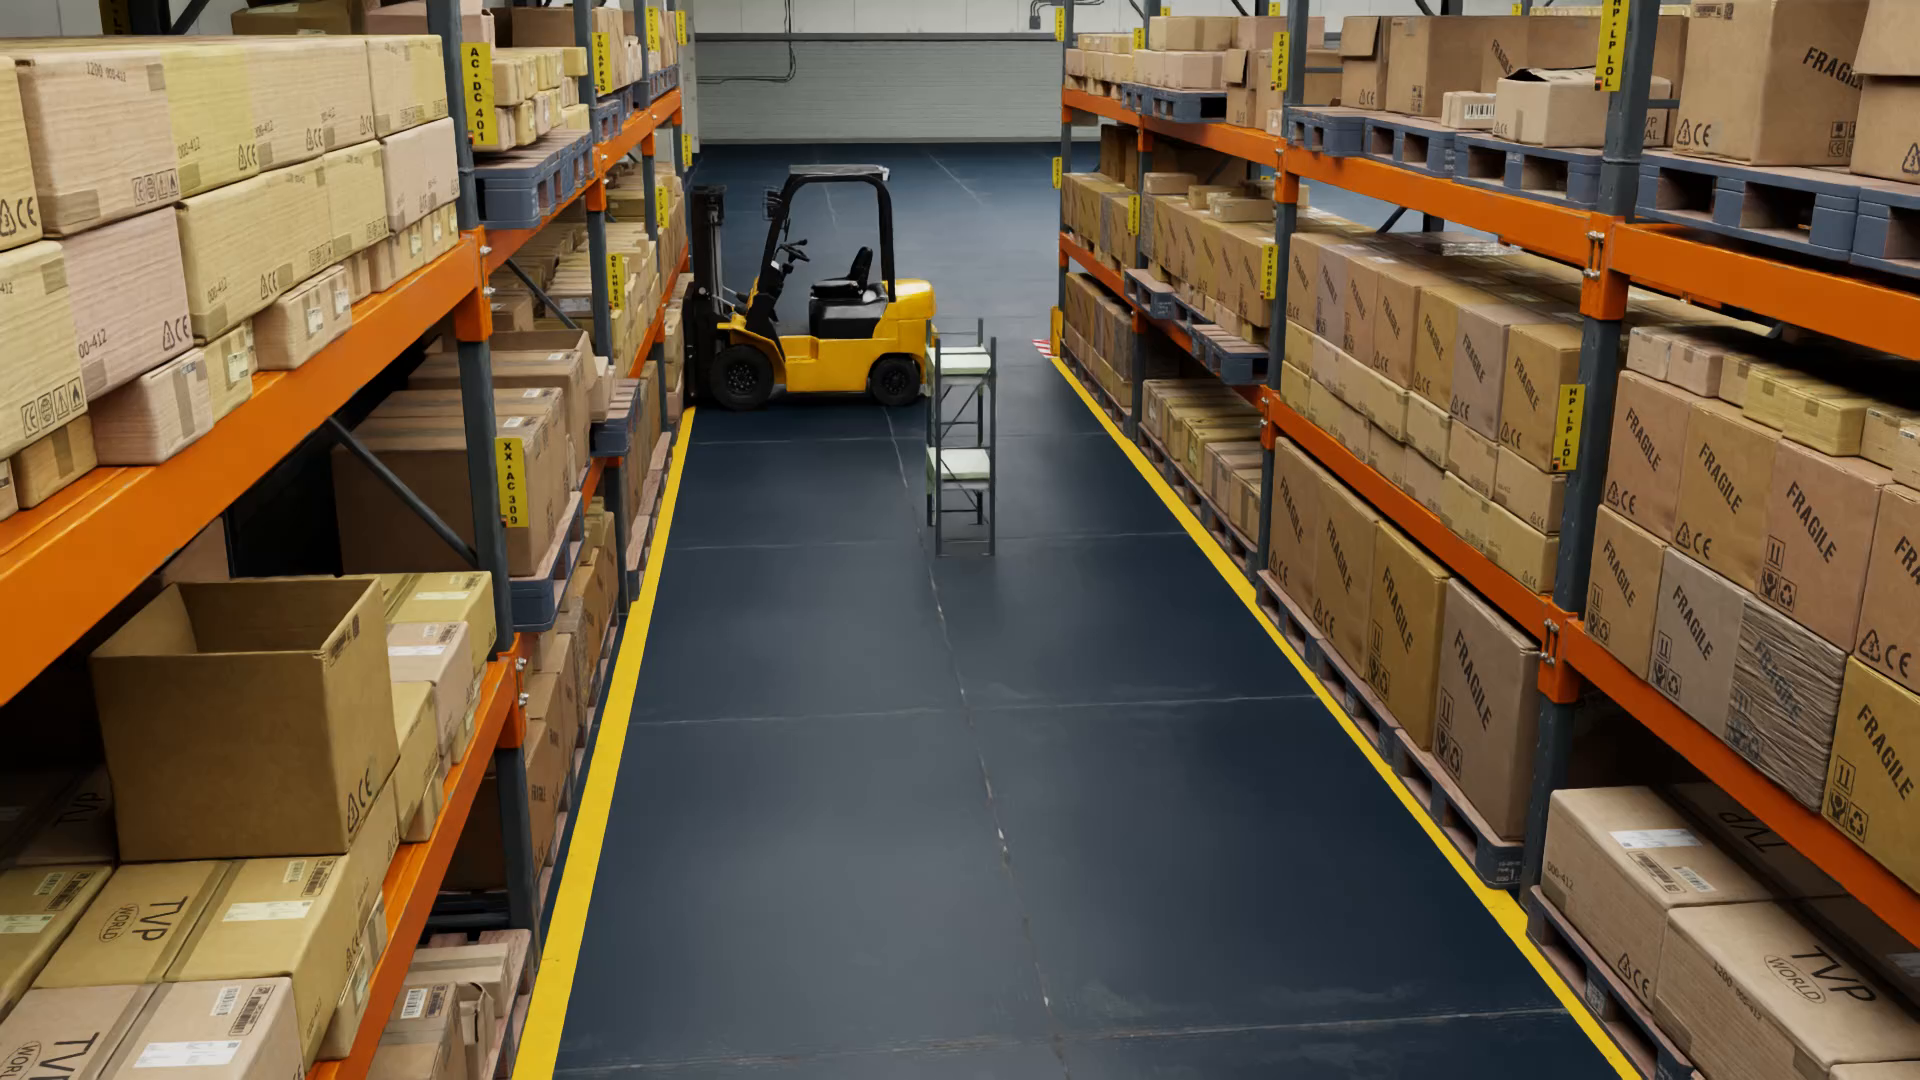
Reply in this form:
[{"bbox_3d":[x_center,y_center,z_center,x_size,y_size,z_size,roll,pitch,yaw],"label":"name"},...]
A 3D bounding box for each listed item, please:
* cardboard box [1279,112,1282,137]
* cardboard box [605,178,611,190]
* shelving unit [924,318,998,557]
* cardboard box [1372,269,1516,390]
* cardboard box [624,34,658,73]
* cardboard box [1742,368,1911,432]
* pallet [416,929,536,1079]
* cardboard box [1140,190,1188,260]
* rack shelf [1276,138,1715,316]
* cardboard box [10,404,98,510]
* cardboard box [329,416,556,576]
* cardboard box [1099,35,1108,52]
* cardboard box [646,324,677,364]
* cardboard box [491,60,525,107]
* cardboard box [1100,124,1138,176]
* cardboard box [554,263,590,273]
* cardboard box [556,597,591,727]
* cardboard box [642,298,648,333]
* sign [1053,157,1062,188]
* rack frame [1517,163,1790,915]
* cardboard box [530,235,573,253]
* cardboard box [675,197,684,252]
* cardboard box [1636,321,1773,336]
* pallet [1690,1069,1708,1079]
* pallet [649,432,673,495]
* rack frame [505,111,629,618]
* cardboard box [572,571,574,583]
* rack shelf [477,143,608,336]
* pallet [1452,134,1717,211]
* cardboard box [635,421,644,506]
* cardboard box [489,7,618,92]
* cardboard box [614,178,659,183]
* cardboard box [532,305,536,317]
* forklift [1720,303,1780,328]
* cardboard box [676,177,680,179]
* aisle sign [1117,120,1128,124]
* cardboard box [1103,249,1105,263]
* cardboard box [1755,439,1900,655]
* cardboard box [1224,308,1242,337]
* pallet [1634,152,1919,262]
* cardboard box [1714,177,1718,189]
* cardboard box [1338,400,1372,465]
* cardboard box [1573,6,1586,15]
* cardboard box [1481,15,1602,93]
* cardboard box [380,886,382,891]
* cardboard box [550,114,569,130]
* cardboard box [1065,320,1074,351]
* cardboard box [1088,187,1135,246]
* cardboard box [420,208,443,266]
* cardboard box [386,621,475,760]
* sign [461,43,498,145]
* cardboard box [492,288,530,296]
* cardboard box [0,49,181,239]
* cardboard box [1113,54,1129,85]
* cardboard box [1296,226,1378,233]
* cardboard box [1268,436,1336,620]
[{"bbox_3d":[2.159,-2.515,10.092,0.380,0.149,0.250,-2,18,-6],"label":"cardboard box"},{"bbox_3d":[-3.377,-3.197,15.108,0.380,0.149,0.250,-1,17,-4],"label":"cardboard box"},{"bbox_3d":[-0.001,-0.718,11.459,0.431,1.500,0.755,-2,18,-6],"label":"shelving unit"},{"bbox_3d":[2.356,-1.034,8.127,0.500,0.500,0.500,-1,17,-5],"label":"cardboard box"},{"bbox_3d":[-2.792,-4.046,13.829,0.500,0.311,0.500,-1,17,-5],"label":"cardboard box"},{"bbox_3d":[2.663,-0.430,5.120,0.380,0.149,0.250,-2,18,-6],"label":"cardboard box"},{"bbox_3d":[-2.054,1.765,5.703,1.003,0.211,1.213,-2,18,-6],"label":"pallet"},{"bbox_3d":[1.751,-2.550,13.426,0.500,0.500,0.500,-1,17,-4],"label":"cardboard box"},{"bbox_3d":[2.607,-1.608,7.986,1.077,0.370,4.000,-2,18,-6],"label":"rack shelf"},{"bbox_3d":[-1.575,-0.146,2.546,0.380,0.149,0.250,-2,18,-5],"label":"cardboard box"},{"bbox_3d":[-1.951,-0.169,6.340,0.700,0.500,0.500,-1,17,-4],"label":"cardboard box"},{"bbox_3d":[1.483,-4.546,15.231,0.380,0.149,0.250,-2,17,-5],"label":"cardboard box"},{"bbox_3d":[-2.687,-1.673,14.218,0.500,0.250,0.500,-2,18,-6],"label":"cardboard box"},{"bbox_3d":[-1.718,-1.574,5.730,0.380,0.149,0.250,-1,17,-4],"label":"cardboard box"},{"bbox_3d":[1.845,-4.021,17.145,0.700,0.500,0.500,-2,18,-7],"label":"cardboard box"},{"bbox_3d":[-2.452,-1.730,10.929,0.380,0.149,0.250,-2,17,-5],"label":"cardboard box"},{"bbox_3d":[-2.109,0.609,8.201,0.500,0.500,0.500,-2,18,-8],"label":"cardboard box"},{"bbox_3d":[-2.559,-1.642,12.148,0.500,0.250,0.500,-2,18,-5],"label":"cardboard box"},{"bbox_3d":[1.036,-3.896,17.634,0.100,0.325,0.005,-2,18,-6],"label":"sign"},{"bbox_3d":[2.813,0.075,6.429,1.000,3.000,0.127,-2,18,-6],"label":"rack frame"},{"bbox_3d":[-3.079,-2.168,12.325,0.380,0.149,0.250,-2,18,-6],"label":"cardboard box"},{"bbox_3d":[-3.005,-3.100,16.376,0.500,0.500,0.500,-1,17,-4],"label":"cardboard box"},{"bbox_3d":[3.054,-0.589,6.710,0.500,0.500,0.500,-2,17,-5],"label":"cardboard box"},{"bbox_3d":[2.943,1.999,4.957,1.003,0.211,1.213,-2,18,-6],"label":"pallet"},{"bbox_3d":[-2.834,-0.605,13.251,1.003,0.211,1.213,-2,18,-6],"label":"pallet"},{"bbox_3d":[-2.536,-0.962,9.733,1.000,3.000,0.127,-2,18,-6],"label":"rack frame"},{"bbox_3d":[-2.183,0.175,8.502,0.380,0.149,0.250,-2,18,-6],"label":"cardboard box"},{"bbox_3d":[-2.330,-1.454,7.494,1.077,0.370,4.000,-2,18,-6],"label":"rack shelf"},{"bbox_3d":[2.669,-1.536,6.874,0.805,0.209,1.217,-2,18,-8],"label":"pallet"},{"bbox_3d":[-2.732,-0.611,11.877,0.875,0.625,0.625,-3,18,-8],"label":"cardboard box"},{"bbox_3d":[-2.520,-3.059,10.371,0.700,0.500,0.500,-2,18,-7],"label":"cardboard box"},{"bbox_3d":[-2.942,-3.212,15.154,0.380,0.149,0.250,-2,18,-5],"label":"cardboard box"},{"bbox_3d":[-2.859,-1.254,10.080,0.500,0.250,0.500,-1,17,-4],"label":"cardboard box"},{"bbox_3d":[5.629,-1.162,10.486,3.031,2.935,1.130,2,18,8],"label":"forklift"},{"bbox_3d":[-3.047,-3.608,16.912,0.380,0.149,0.250,-2,17,-5],"label":"cardboard box"},{"bbox_3d":[1.857,-4.768,17.515,0.394,0.787,0.004,-2,18,-6],"label":"aisle sign"},{"bbox_3d":[1.547,-2.654,15.543,0.380,0.149,0.250,-2,18,-7],"label":"cardboard box"},{"bbox_3d":[2.709,0.004,4.821,0.500,0.500,0.500,-1,17,-5],"label":"cardboard box"},{"bbox_3d":[1.962,-1.439,10.970,0.380,0.149,0.250,-2,18,-6],"label":"cardboard box"},{"bbox_3d":[2.887,-1.069,5.216,1.003,0.211,1.213,-2,18,-6],"label":"pallet"},{"bbox_3d":[6.897,-3.189,14.773,0.875,0.550,0.550,-2,18,-6],"label":"cardboard box"},{"bbox_3d":[2.320,-0.582,8.774,0.500,0.250,0.500,-1,17,-4],"label":"cardboard box"},{"bbox_3d":[6.310,-5.210,16.478,0.380,0.149,0.250,-2,18,-7],"label":"cardboard box"},{"bbox_3d":[2.871,-2.279,8.054,0.500,0.500,0.500,-2,18,-5],"label":"cardboard box"},{"bbox_3d":[-1.698,0.897,4.231,0.380,0.149,0.250,-2,18,-6],"label":"cardboard box"},{"bbox_3d":[-2.138,-1.877,7.891,0.500,0.250,0.500,-2,18,-6],"label":"cardboard box"},{"bbox_3d":[1.383,-2.139,17.373,0.500,0.250,0.500,-2,18,-6],"label":"cardboard box"},{"bbox_3d":[1.519,-3.083,15.824,0.500,0.500,0.500,-2,18,-7],"label":"cardboard box"},{"bbox_3d":[-1.771,-0.910,4.981,0.380,0.149,0.250,-2,18,-6],"label":"cardboard box"},{"bbox_3d":[-1.762,0.452,4.982,0.500,0.250,0.500,-2,18,-5],"label":"cardboard box"},{"bbox_3d":[-1.585,-1.467,5.471,0.100,0.325,0.005,-2,18,-6],"label":"sign"},{"bbox_3d":[-2.771,-1.410,9.910,0.380,0.149,0.250,-1,17,-4],"label":"cardboard box"},{"bbox_3d":[-1.541,-0.611,2.525,0.500,0.250,0.500,-2,18,-6],"label":"cardboard box"},{"bbox_3d":[1.622,-4.083,14.422,0.500,0.250,0.500,-2,18,-7],"label":"cardboard box"},{"bbox_3d":[2.523,-1.803,11.046,0.500,0.500,0.500,-1,17,-3],"label":"cardboard box"},{"bbox_3d":[2.389,-0.095,9.817,0.875,0.875,0.875,-2,18,-6],"label":"cardboard box"}]
